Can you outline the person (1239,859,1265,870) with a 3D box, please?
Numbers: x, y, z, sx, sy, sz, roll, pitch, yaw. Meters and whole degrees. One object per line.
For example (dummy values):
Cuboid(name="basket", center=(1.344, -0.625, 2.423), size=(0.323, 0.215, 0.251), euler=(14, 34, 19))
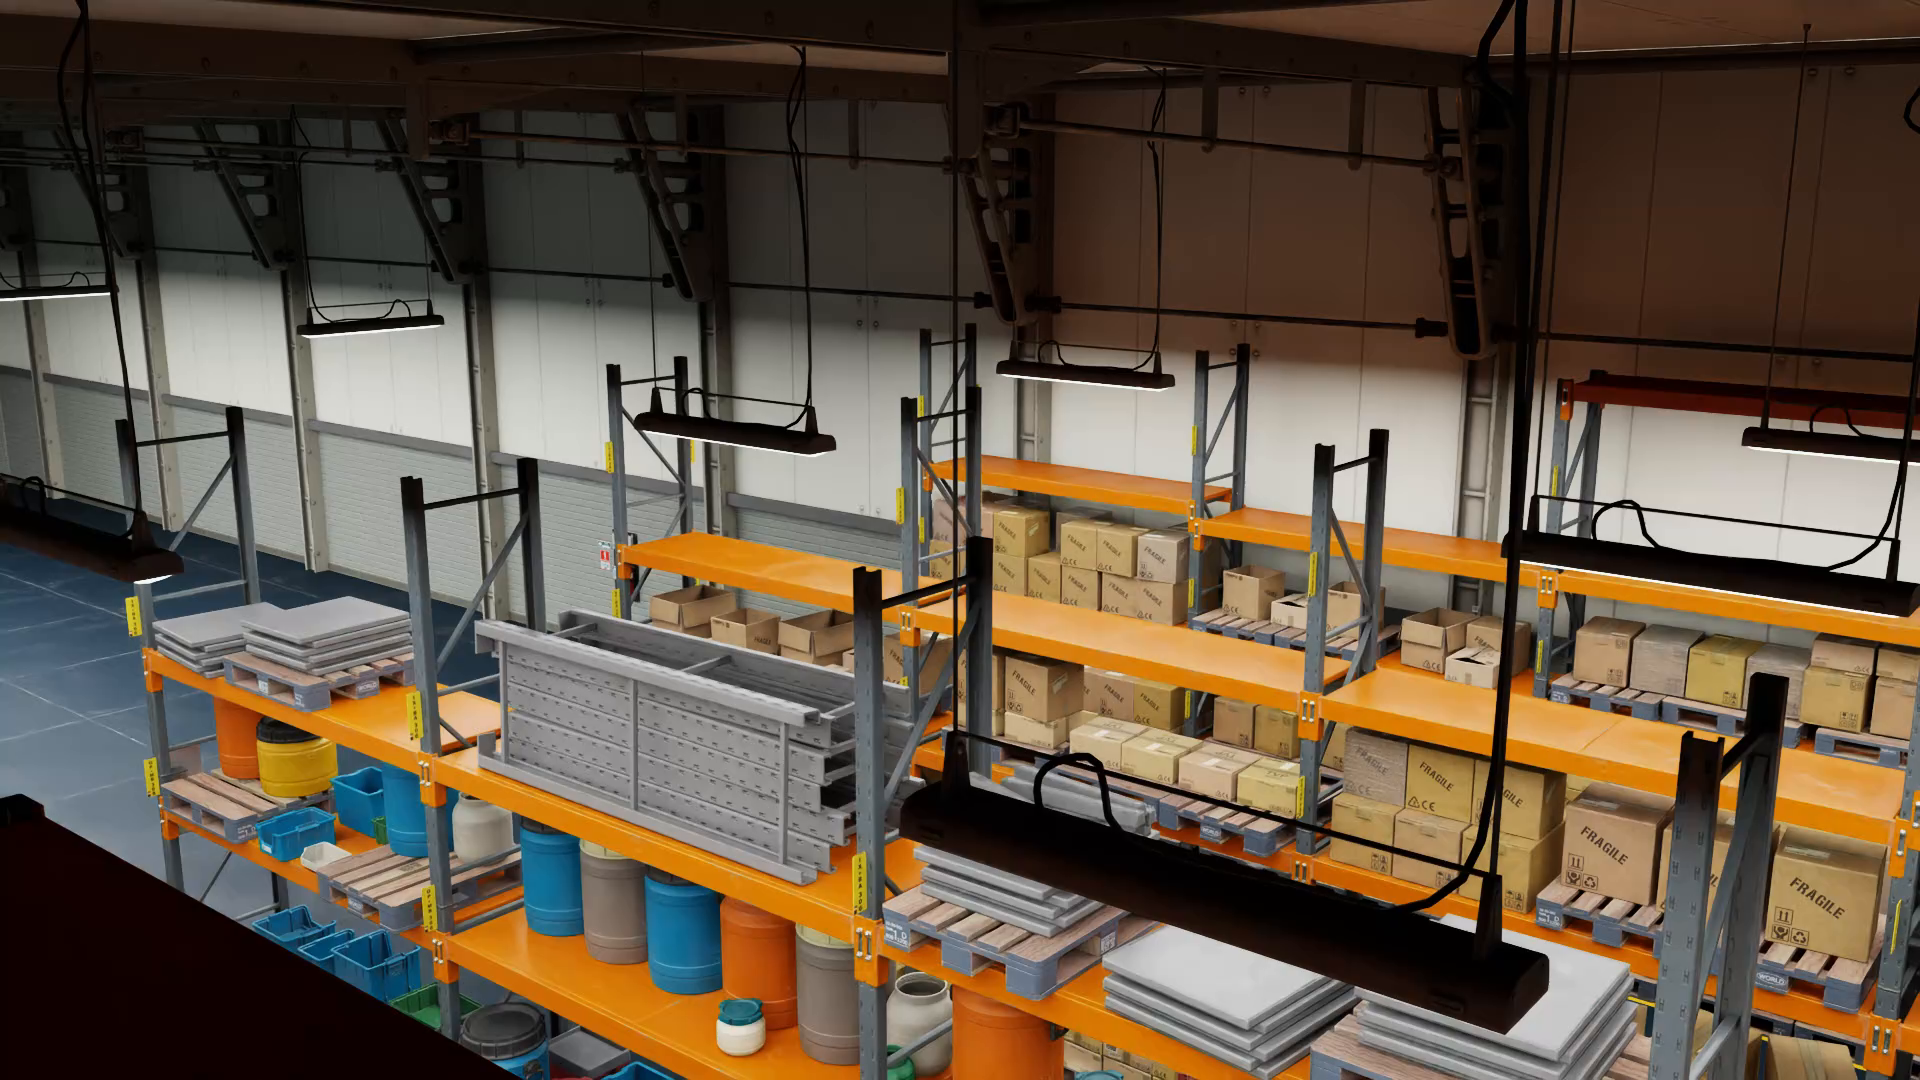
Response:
Cuboid(name="person", center=(2.869, 3.774, 15.913), size=(0.652, 1.607, 0.698), euler=(-11, 17, -41))
